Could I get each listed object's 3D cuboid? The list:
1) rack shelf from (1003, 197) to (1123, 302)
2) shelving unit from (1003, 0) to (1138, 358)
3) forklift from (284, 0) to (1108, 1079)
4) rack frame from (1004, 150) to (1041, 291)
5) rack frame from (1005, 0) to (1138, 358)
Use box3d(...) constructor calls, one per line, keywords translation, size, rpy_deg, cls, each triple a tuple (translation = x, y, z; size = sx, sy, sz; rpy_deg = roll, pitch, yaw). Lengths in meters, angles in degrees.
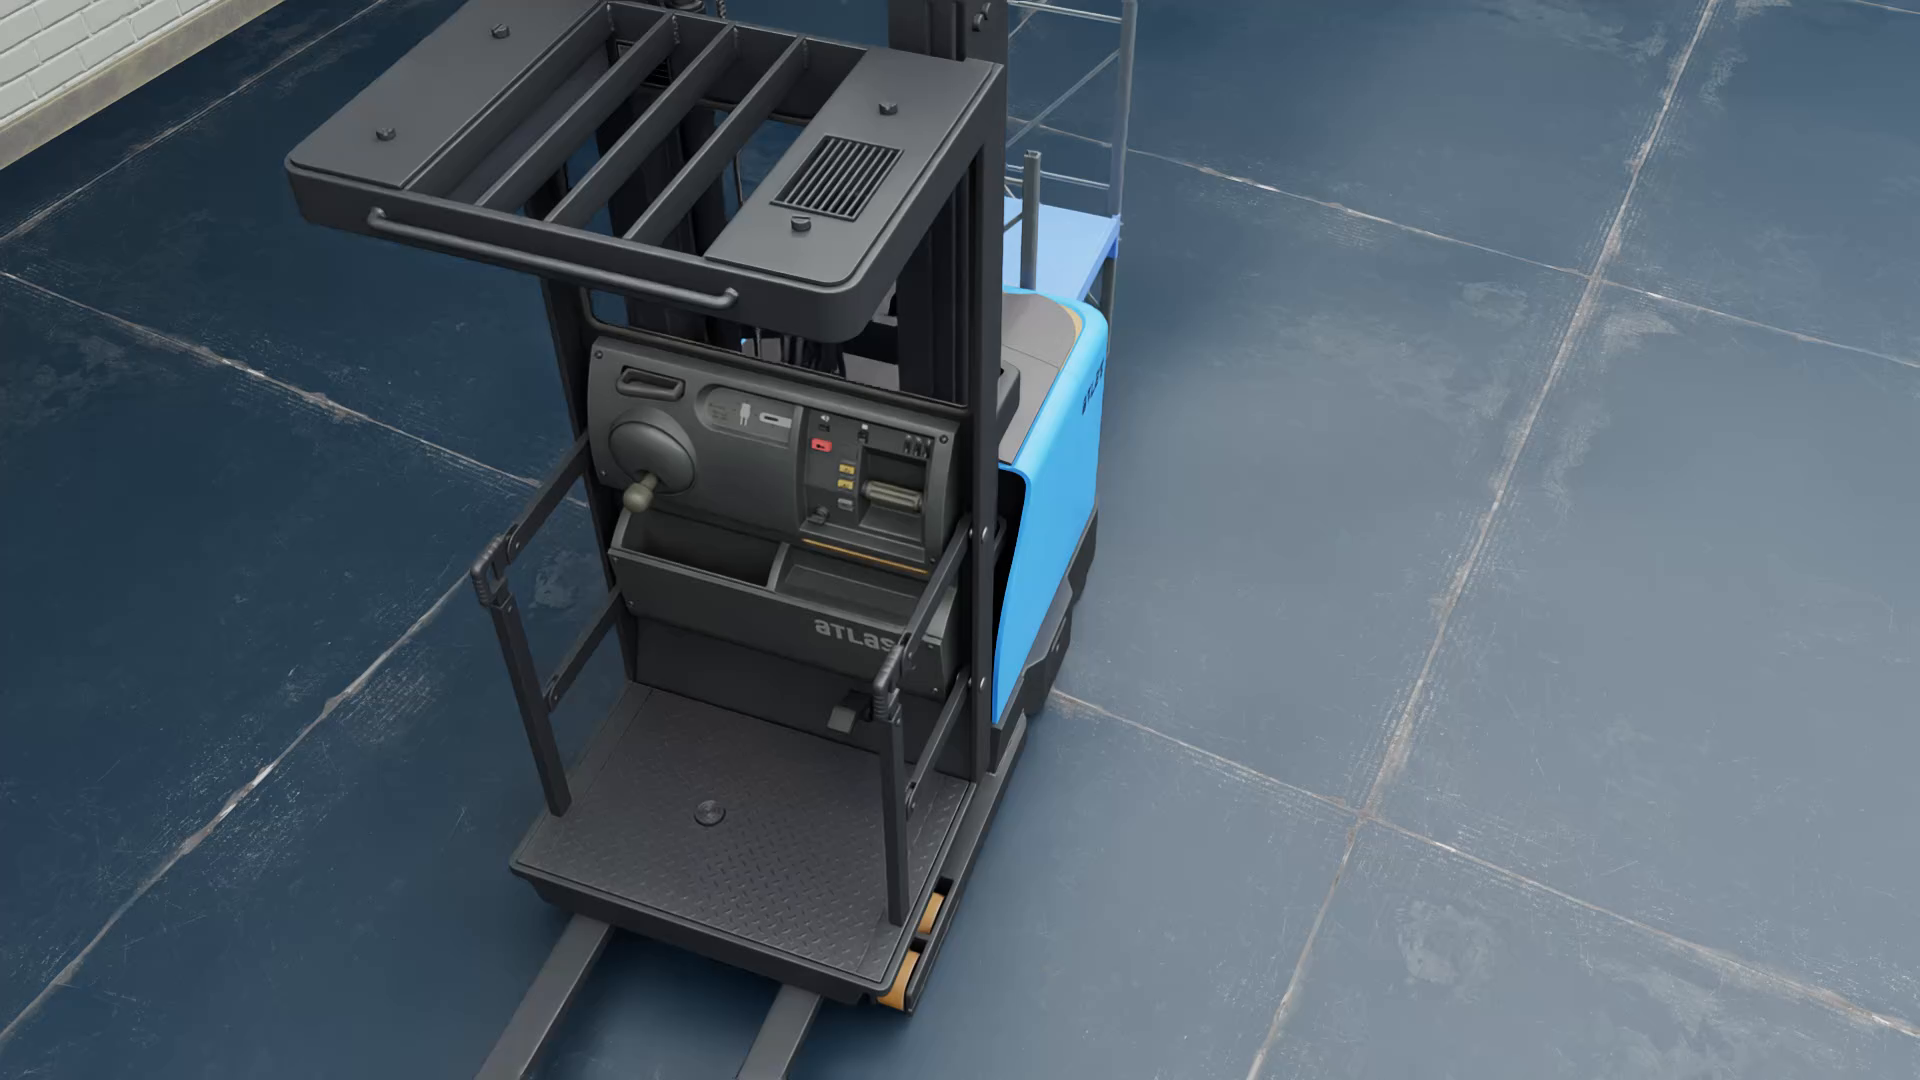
box3d(translation=(0.166, -0.838, 5.777), size=(0.538, 0.185, 1.000), rpy_deg=(15, 47, 14), cls="rack shelf")
box3d(translation=(0.166, -0.965, 5.649), size=(0.538, 1.500, 1.048), rpy_deg=(15, 47, 14), cls="shelving unit")
box3d(translation=(-0.530, -0.104, 3.792), size=(1.130, 2.935, 3.031), rpy_deg=(15, 47, 14), cls="forklift")
box3d(translation=(-0.009, -0.625, 5.313), size=(0.500, 1.500, 0.032), rpy_deg=(15, 47, 14), cls="rack frame")
box3d(translation=(0.341, -1.304, 5.985), size=(0.500, 1.500, 0.032), rpy_deg=(15, 47, 14), cls="rack frame")
